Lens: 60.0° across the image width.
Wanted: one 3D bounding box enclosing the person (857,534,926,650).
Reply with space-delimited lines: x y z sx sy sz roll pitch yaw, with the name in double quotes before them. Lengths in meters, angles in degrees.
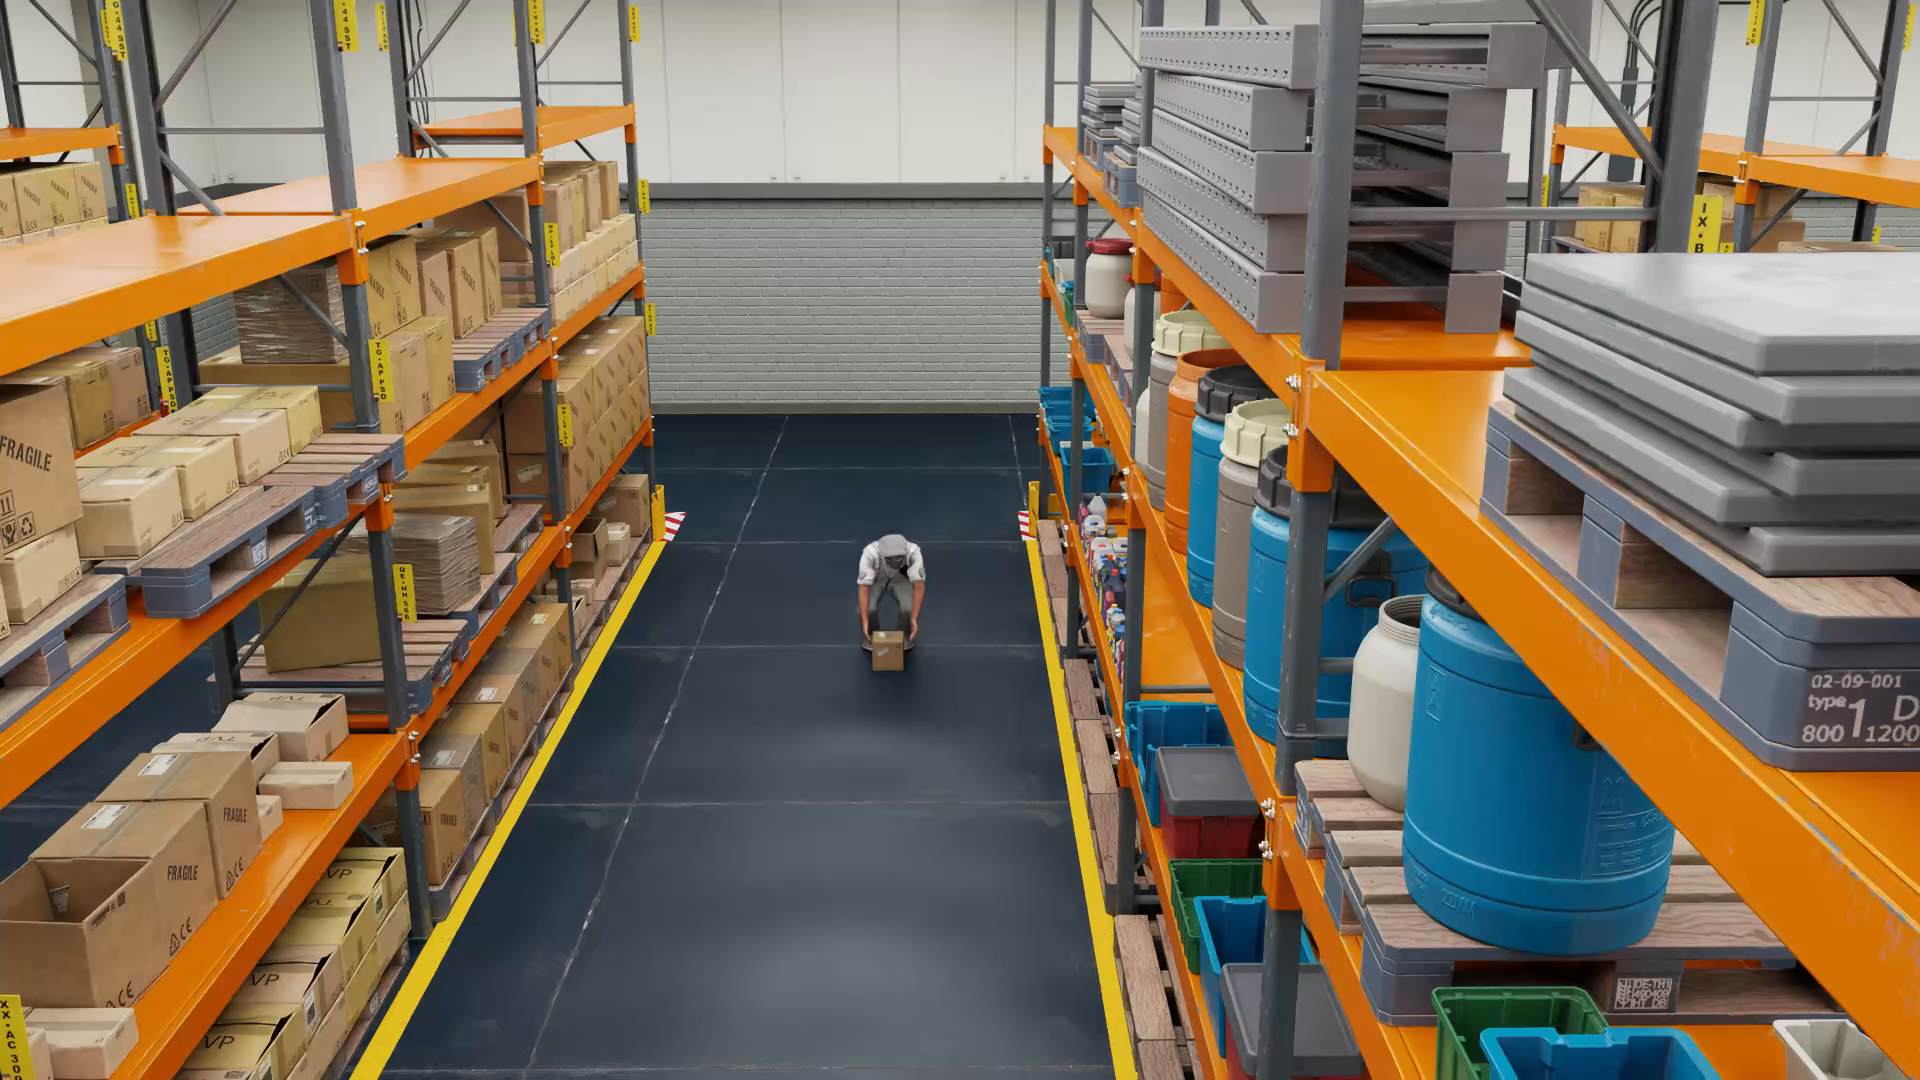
"person" -0.572 0.402 13.843 0.575 1.099 0.929 0 17 -1
